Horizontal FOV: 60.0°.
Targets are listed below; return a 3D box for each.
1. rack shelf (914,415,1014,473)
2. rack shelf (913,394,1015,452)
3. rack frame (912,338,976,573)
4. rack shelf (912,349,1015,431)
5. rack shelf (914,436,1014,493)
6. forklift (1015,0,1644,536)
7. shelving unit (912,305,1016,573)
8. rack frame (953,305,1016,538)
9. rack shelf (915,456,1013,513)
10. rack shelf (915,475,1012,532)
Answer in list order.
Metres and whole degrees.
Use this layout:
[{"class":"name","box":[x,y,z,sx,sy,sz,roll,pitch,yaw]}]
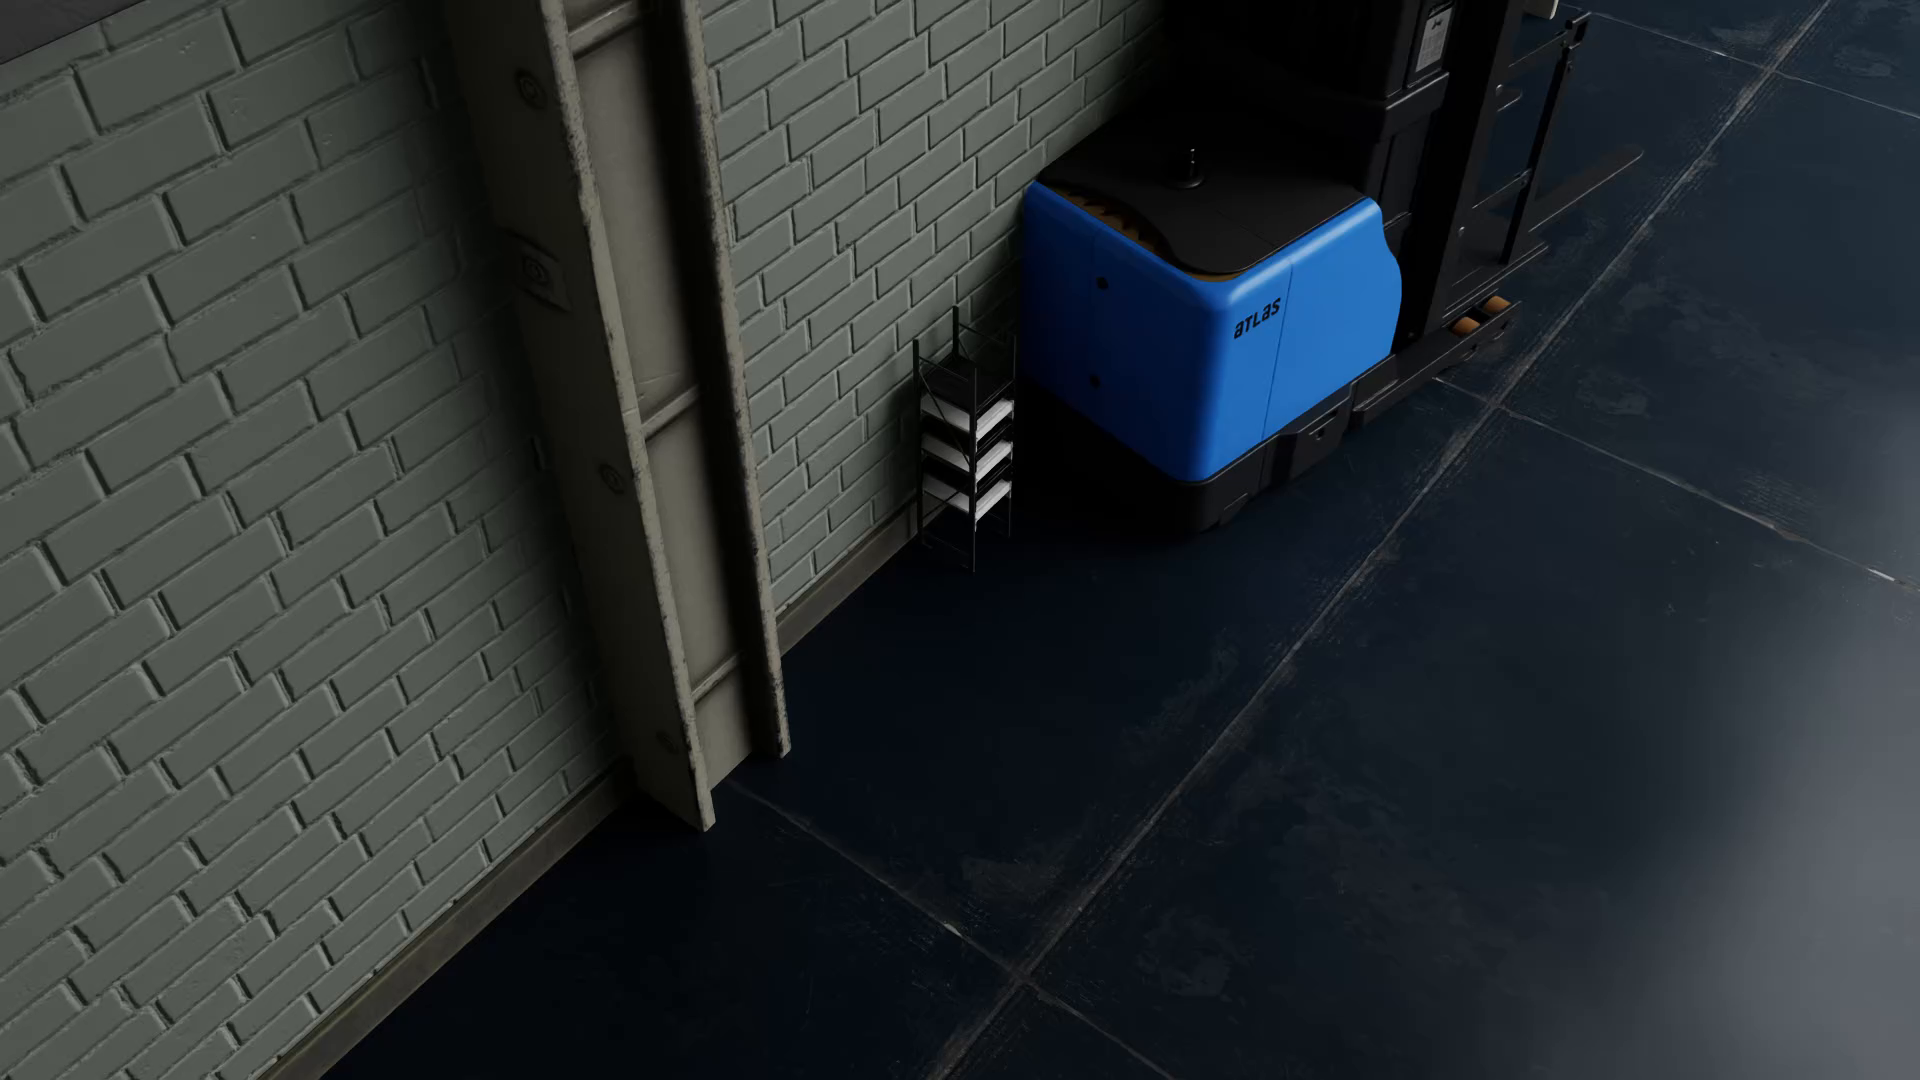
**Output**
[{"class":"rack shelf","box":[0.013,-0.352,5.385,0.258,0.077,0.200,29,53,25]},{"class":"rack shelf","box":[0.013,-0.414,5.320,0.258,0.077,0.200,29,53,25]},{"class":"rack frame","box":[-0.048,-0.254,5.370,0.240,0.900,0.006,29,53,25]},{"class":"rack shelf","box":[0.013,-0.476,5.255,0.258,0.077,0.200,29,53,25]},{"class":"rack shelf","box":[0.013,-0.289,5.450,0.258,0.077,0.200,29,53,25]},{"class":"forklift","box":[1.537,-1.957,5.592,3.031,2.935,1.130,-33,55,-27]},{"class":"shelving unit","box":[0.013,-0.312,5.426,0.258,0.900,0.210,29,53,25]},{"class":"rack frame","box":[0.074,-0.371,5.482,0.240,0.900,0.006,29,53,25]},{"class":"rack shelf","box":[0.013,-0.227,5.515,0.258,0.077,0.200,29,53,25]},{"class":"rack shelf","box":[0.013,-0.165,5.580,0.258,0.077,0.200,29,53,25]}]
